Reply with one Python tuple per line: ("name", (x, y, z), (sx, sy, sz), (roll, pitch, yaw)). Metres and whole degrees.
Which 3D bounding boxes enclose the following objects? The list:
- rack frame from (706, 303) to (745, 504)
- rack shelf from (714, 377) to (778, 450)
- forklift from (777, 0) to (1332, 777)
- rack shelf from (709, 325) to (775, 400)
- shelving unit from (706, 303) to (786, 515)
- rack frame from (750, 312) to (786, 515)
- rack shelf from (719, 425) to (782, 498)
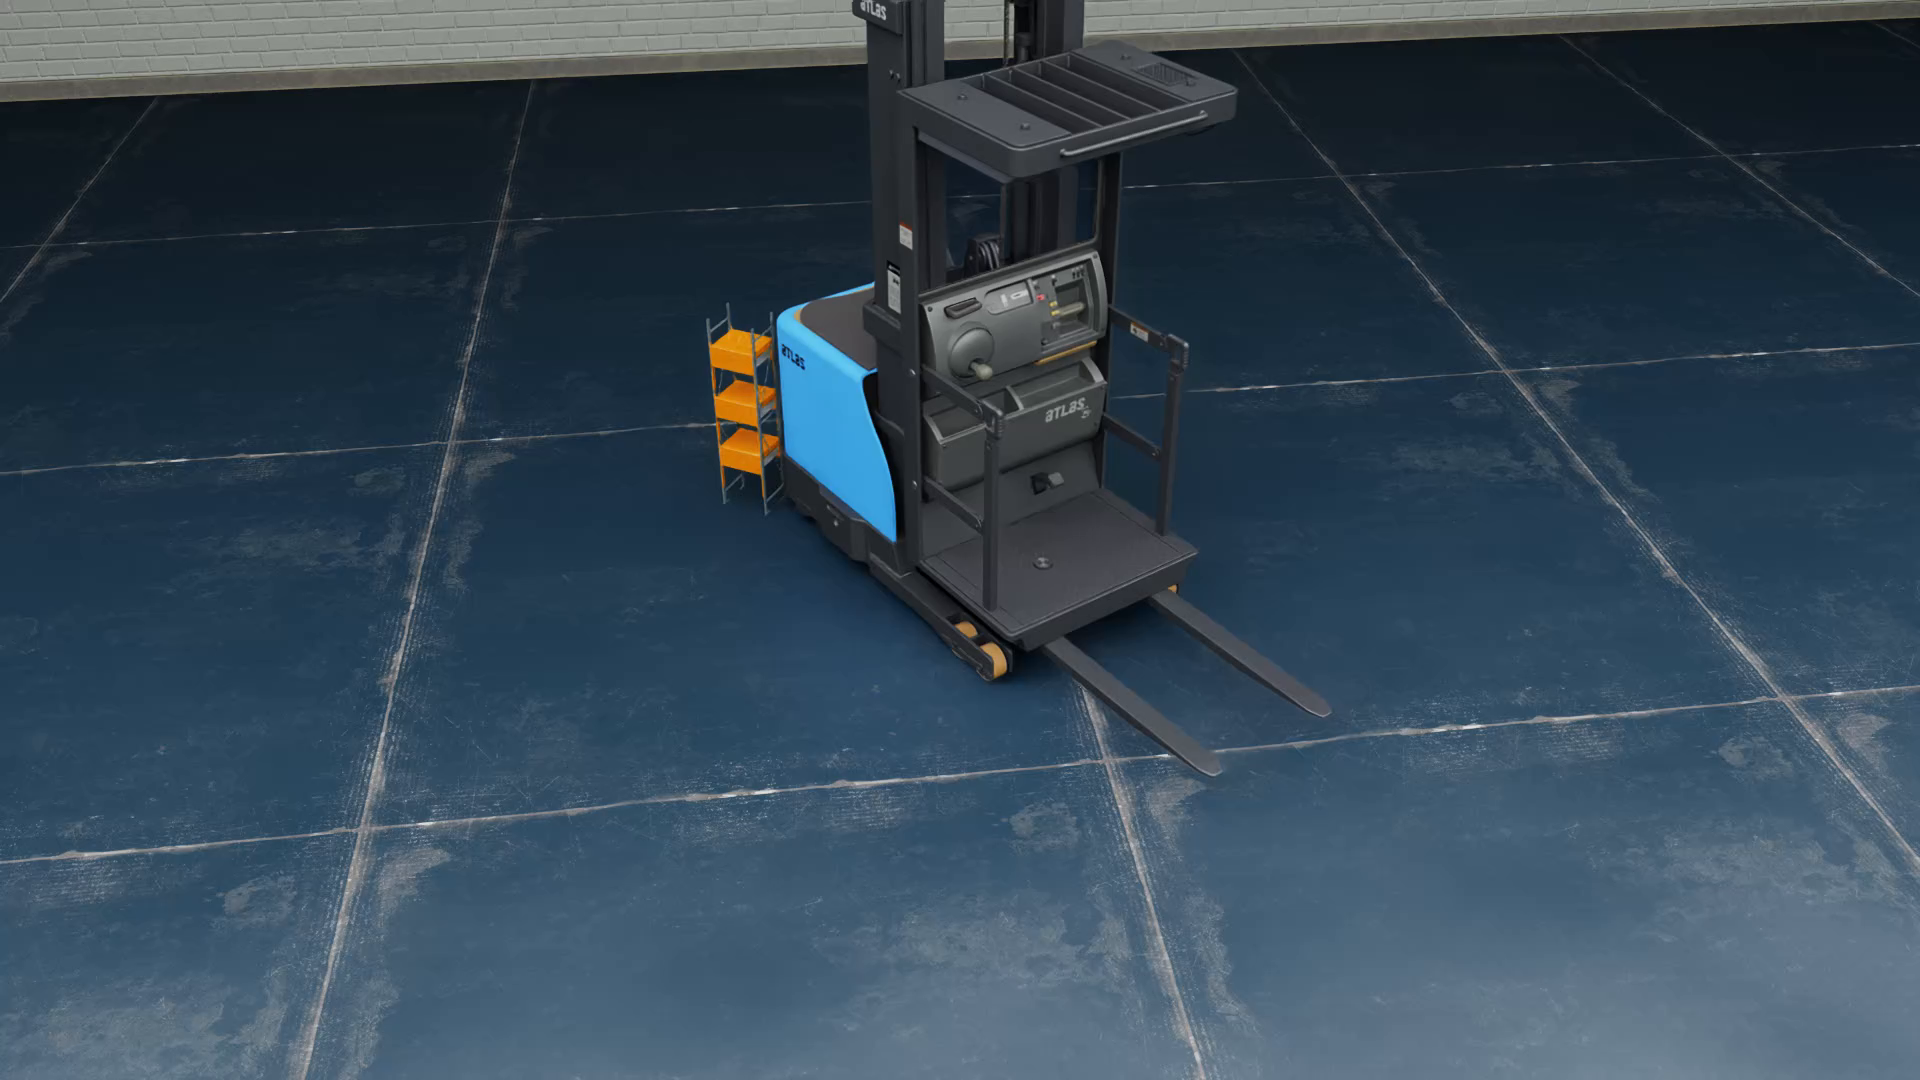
("rack frame", (-1.166, -0.668, 8.298), (0.008, 1.050, 0.200), (14, 37, 20))
("rack shelf", (-1.055, -0.631, 8.262), (0.240, 0.259, 0.215), (14, 37, 20))
("forklift", (0.374, -0.903, 6.973), (1.130, 2.935, 3.031), (-22, 40, -29))
("rack shelf", (-1.055, -0.865, 8.102), (0.240, 0.259, 0.215), (14, 37, 20))
("shelving unit", (-1.055, -0.640, 8.256), (0.252, 1.050, 0.215), (14, 37, 20))
("rack frame", (-0.944, -0.611, 8.214), (0.008, 1.050, 0.200), (14, 37, 20))
("rack shelf", (-1.055, -0.401, 8.419), (0.240, 0.259, 0.215), (14, 37, 20))
